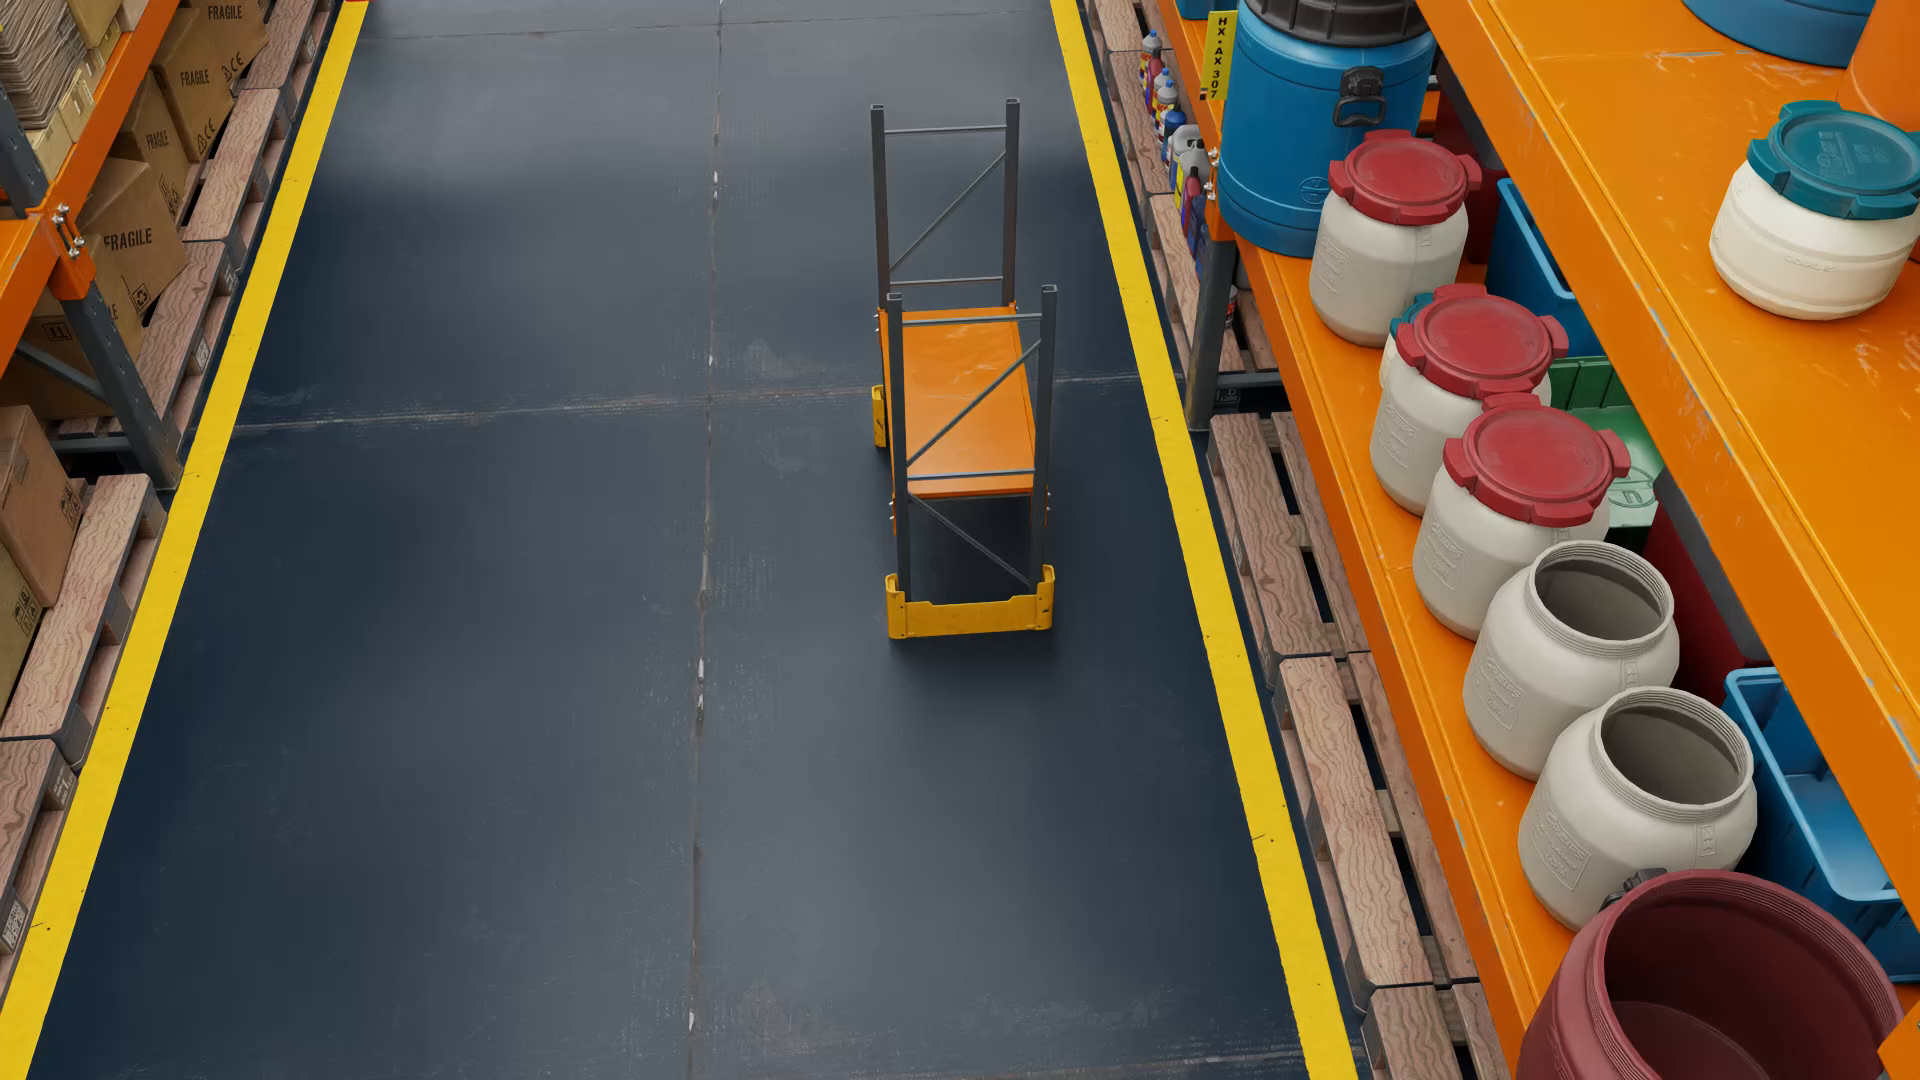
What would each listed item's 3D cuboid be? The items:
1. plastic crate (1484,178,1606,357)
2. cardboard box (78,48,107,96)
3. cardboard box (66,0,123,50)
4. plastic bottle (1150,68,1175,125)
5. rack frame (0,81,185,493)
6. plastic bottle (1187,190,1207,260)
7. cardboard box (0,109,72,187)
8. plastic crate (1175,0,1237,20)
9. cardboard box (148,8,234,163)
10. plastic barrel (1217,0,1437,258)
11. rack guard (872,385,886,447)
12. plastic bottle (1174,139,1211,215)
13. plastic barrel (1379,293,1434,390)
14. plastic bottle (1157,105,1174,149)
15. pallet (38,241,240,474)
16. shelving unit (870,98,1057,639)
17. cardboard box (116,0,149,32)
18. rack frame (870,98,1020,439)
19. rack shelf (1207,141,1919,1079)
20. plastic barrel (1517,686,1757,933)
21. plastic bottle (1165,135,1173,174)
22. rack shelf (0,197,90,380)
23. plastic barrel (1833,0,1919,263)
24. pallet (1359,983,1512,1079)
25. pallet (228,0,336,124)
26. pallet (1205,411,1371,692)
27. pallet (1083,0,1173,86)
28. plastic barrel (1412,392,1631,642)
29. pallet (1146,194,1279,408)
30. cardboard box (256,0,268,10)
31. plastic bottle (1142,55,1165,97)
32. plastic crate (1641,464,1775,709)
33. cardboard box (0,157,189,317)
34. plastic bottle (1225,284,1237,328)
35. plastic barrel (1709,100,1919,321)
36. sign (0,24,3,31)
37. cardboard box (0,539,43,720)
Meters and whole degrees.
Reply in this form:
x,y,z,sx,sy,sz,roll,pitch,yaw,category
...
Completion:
x,y,z,sx,sy,sz,roll,pitch,yaw,category
1.809,-0.748,4.903,0.392,0.384,0.575,-3,47,-3,plastic crate
-3.303,-1.680,5.948,0.380,0.149,0.250,-3,47,-3,cardboard box
-3.511,-2.061,5.862,0.875,0.500,0.500,-3,47,-3,cardboard box
0.942,-2.061,7.712,0.097,0.271,0.097,0,47,0,plastic bottle
-3.529,-1.231,5.350,1.000,3.000,0.127,-3,47,-3,rack frame
1.050,-1.360,6.994,0.144,0.351,0.185,-6,47,-5,plastic bottle
-3.247,-1.319,5.606,0.380,0.149,0.250,-3,47,-3,cardboard box
1.044,-2.265,6.432,0.499,0.251,0.616,-3,47,-3,plastic crate
-3.710,-2.073,7.580,0.500,0.500,0.500,0,47,0,cardboard box
1.137,-1.407,5.171,0.600,0.901,0.708,-3,47,-3,plastic barrel
-0.048,-0.501,6.553,0.587,0.250,0.087,-3,47,-3,rack guard
1.023,-1.594,7.215,0.144,0.351,0.185,-4,47,-4,plastic bottle
1.365,-0.518,4.770,0.301,0.262,0.301,0,47,0,plastic barrel
0.959,-1.893,7.601,0.097,0.201,0.097,0,47,0,plastic bottle
-3.620,-0.756,6.821,1.003,0.211,1.213,-3,47,-3,pallet
-0.006,-0.571,5.758,0.587,1.500,1.083,-3,47,-3,shelving unit
-3.314,-2.043,6.292,0.380,0.149,0.250,-3,47,-3,cardboard box
-0.050,-0.945,6.112,0.500,1.500,0.032,-3,47,-3,rack frame
1.574,0.162,4.526,1.077,0.370,4.000,-3,47,-3,rack shelf
1.443,0.592,3.546,0.421,0.512,0.421,0,47,0,plastic barrel
0.976,-1.744,7.460,0.097,0.201,0.097,0,47,0,plastic bottle
-3.361,0.463,4.241,1.077,0.370,4.000,-3,47,-3,rack shelf
1.835,-0.898,2.673,0.600,0.830,0.708,-3,47,-3,plastic barrel
1.716,1.758,4.440,1.003,0.211,1.213,-3,47,-3,pallet
-3.824,-2.522,8.493,1.003,0.211,1.213,-3,47,-3,pallet
1.511,-0.008,6.112,1.003,0.211,1.213,-3,47,-3,pallet
1.188,-2.827,8.782,1.003,0.211,1.213,-3,47,-3,pallet
1.366,-0.030,4.119,0.433,0.535,0.433,0,47,0,plastic barrel
1.392,-1.062,7.110,1.003,0.211,1.213,-3,47,-3,pallet
-3.828,-2.957,8.417,0.500,0.500,0.500,4,47,4,cardboard box
0.922,-2.210,7.901,0.097,0.201,0.097,0,47,0,plastic bottle
1.911,0.152,3.996,0.402,0.464,0.583,-3,47,-3,plastic crate
-3.578,-1.222,6.774,0.500,0.500,0.500,10,47,9,cardboard box
1.066,-0.965,6.722,0.097,0.201,0.097,0,47,0,plastic bottle
1.403,-0.528,2.714,0.301,0.262,0.301,0,47,0,plastic barrel
-2.976,-1.666,4.964,0.100,0.325,0.005,-3,47,-3,sign
-3.478,0.269,5.348,0.700,0.500,0.500,-4,47,-4,cardboard box
